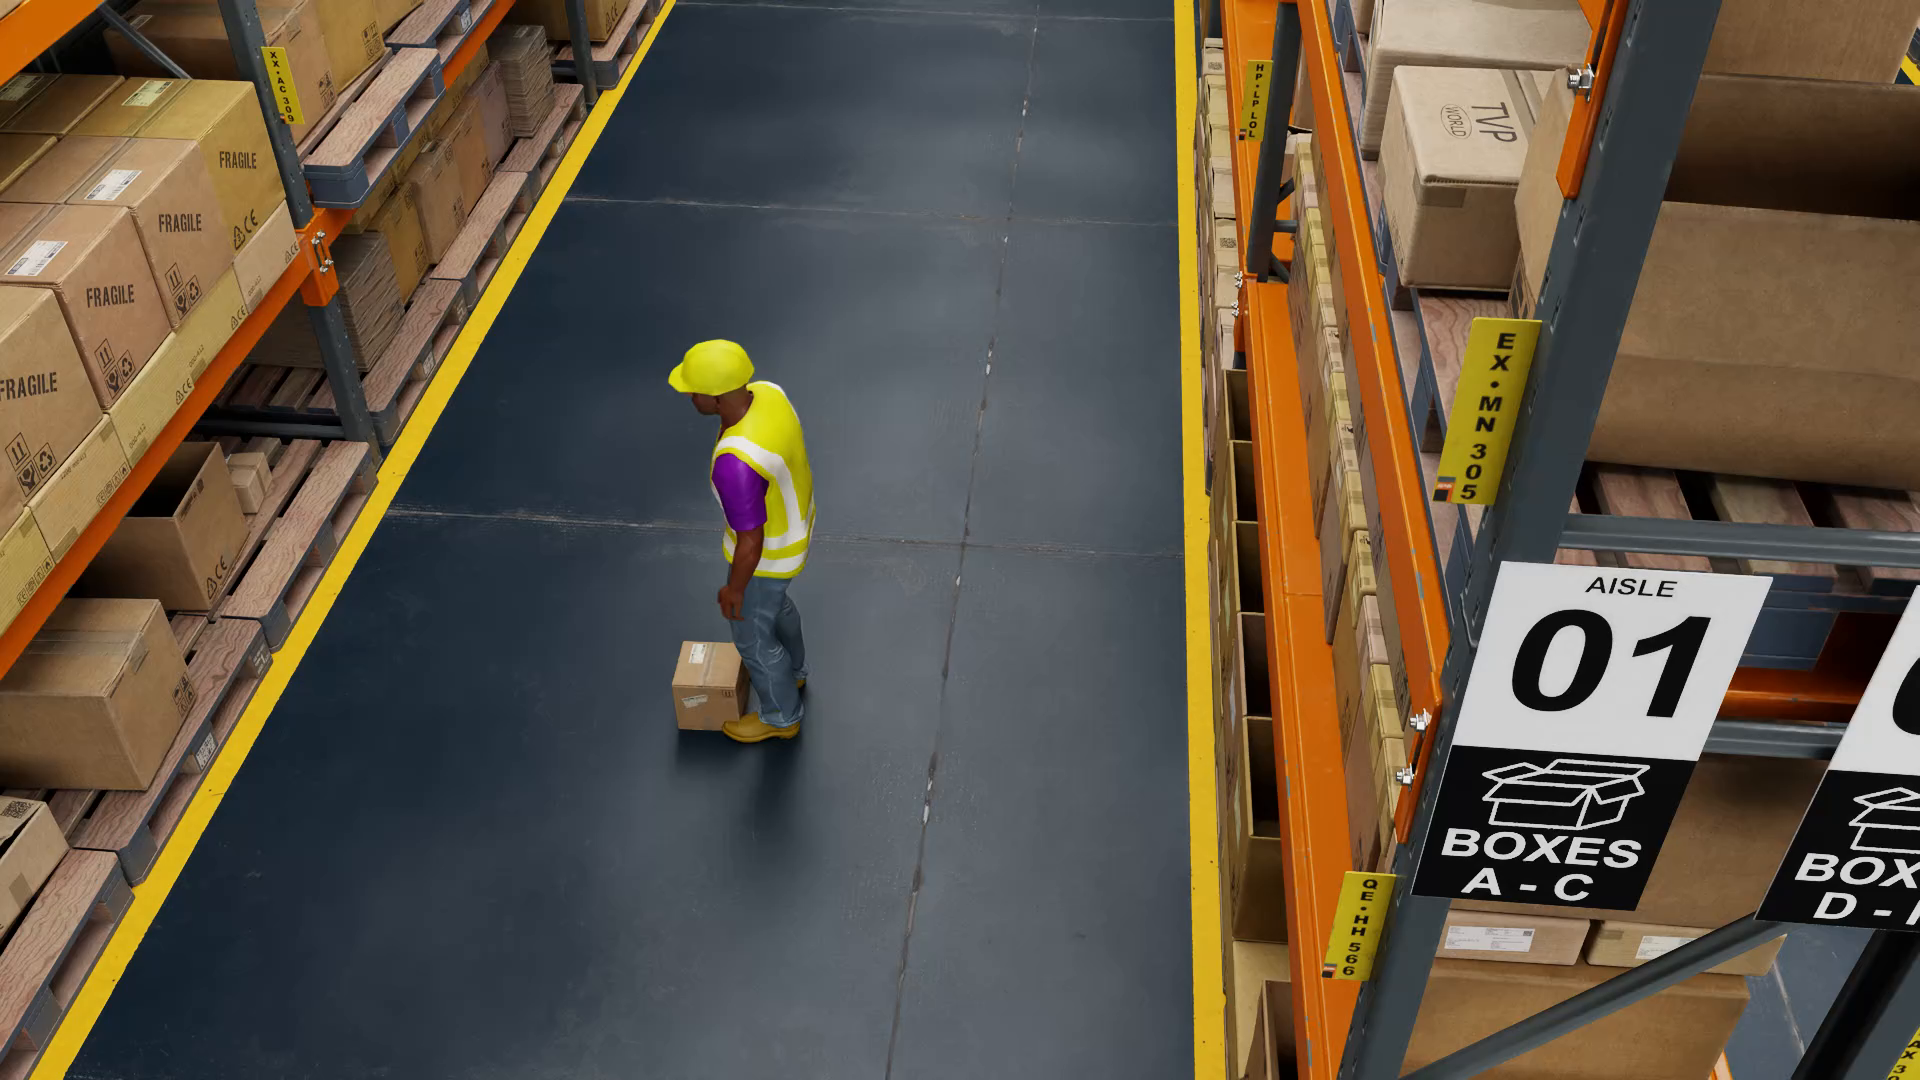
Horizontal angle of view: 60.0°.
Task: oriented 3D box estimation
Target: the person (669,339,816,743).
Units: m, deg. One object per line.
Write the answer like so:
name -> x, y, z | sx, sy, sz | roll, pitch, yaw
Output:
person -> -0.760, 0.005, 6.135 | 0.456, 1.761, 0.628 | 3, 40, 4
